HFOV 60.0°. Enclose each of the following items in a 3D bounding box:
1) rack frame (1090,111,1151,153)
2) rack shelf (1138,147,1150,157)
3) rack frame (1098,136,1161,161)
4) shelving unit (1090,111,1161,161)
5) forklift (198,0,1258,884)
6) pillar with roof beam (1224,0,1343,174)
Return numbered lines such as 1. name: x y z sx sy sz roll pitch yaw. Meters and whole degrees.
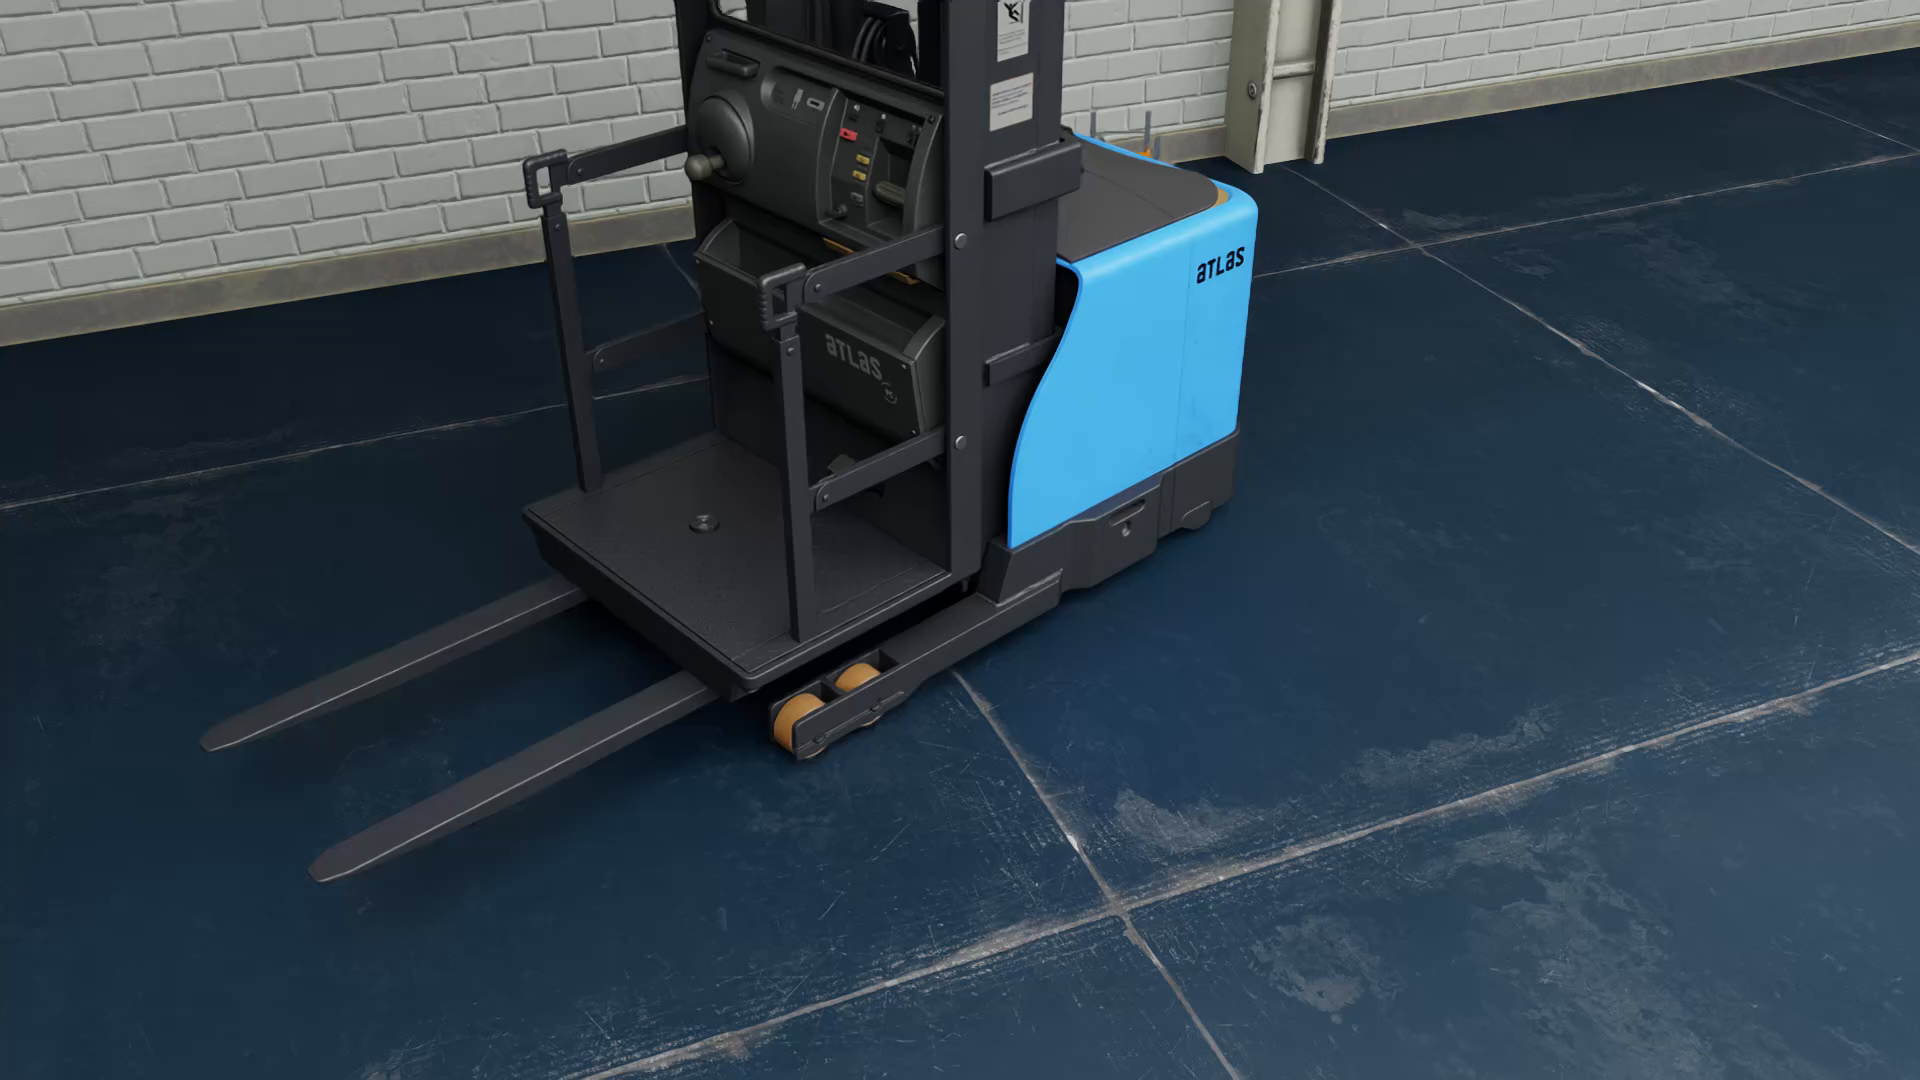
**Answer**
1. rack frame: 0.534 -0.979 5.791 0.200 1.050 0.008 -1 33 -1
2. rack shelf: 0.537 -1.141 5.540 0.215 0.259 0.240 -1 33 -1
3. rack frame: 0.540 -0.846 5.587 0.200 1.050 0.008 -1 33 -1
4. shelving unit: 0.537 -0.912 5.689 0.215 1.050 0.252 -1 33 -1
5. forklift: -0.538 -0.977 4.065 3.031 2.935 1.130 -27 42 -35
6. pillar with roof beam: 3.190 -3.473 2.337 0.400 9.000 9.100 -13 35 -19
